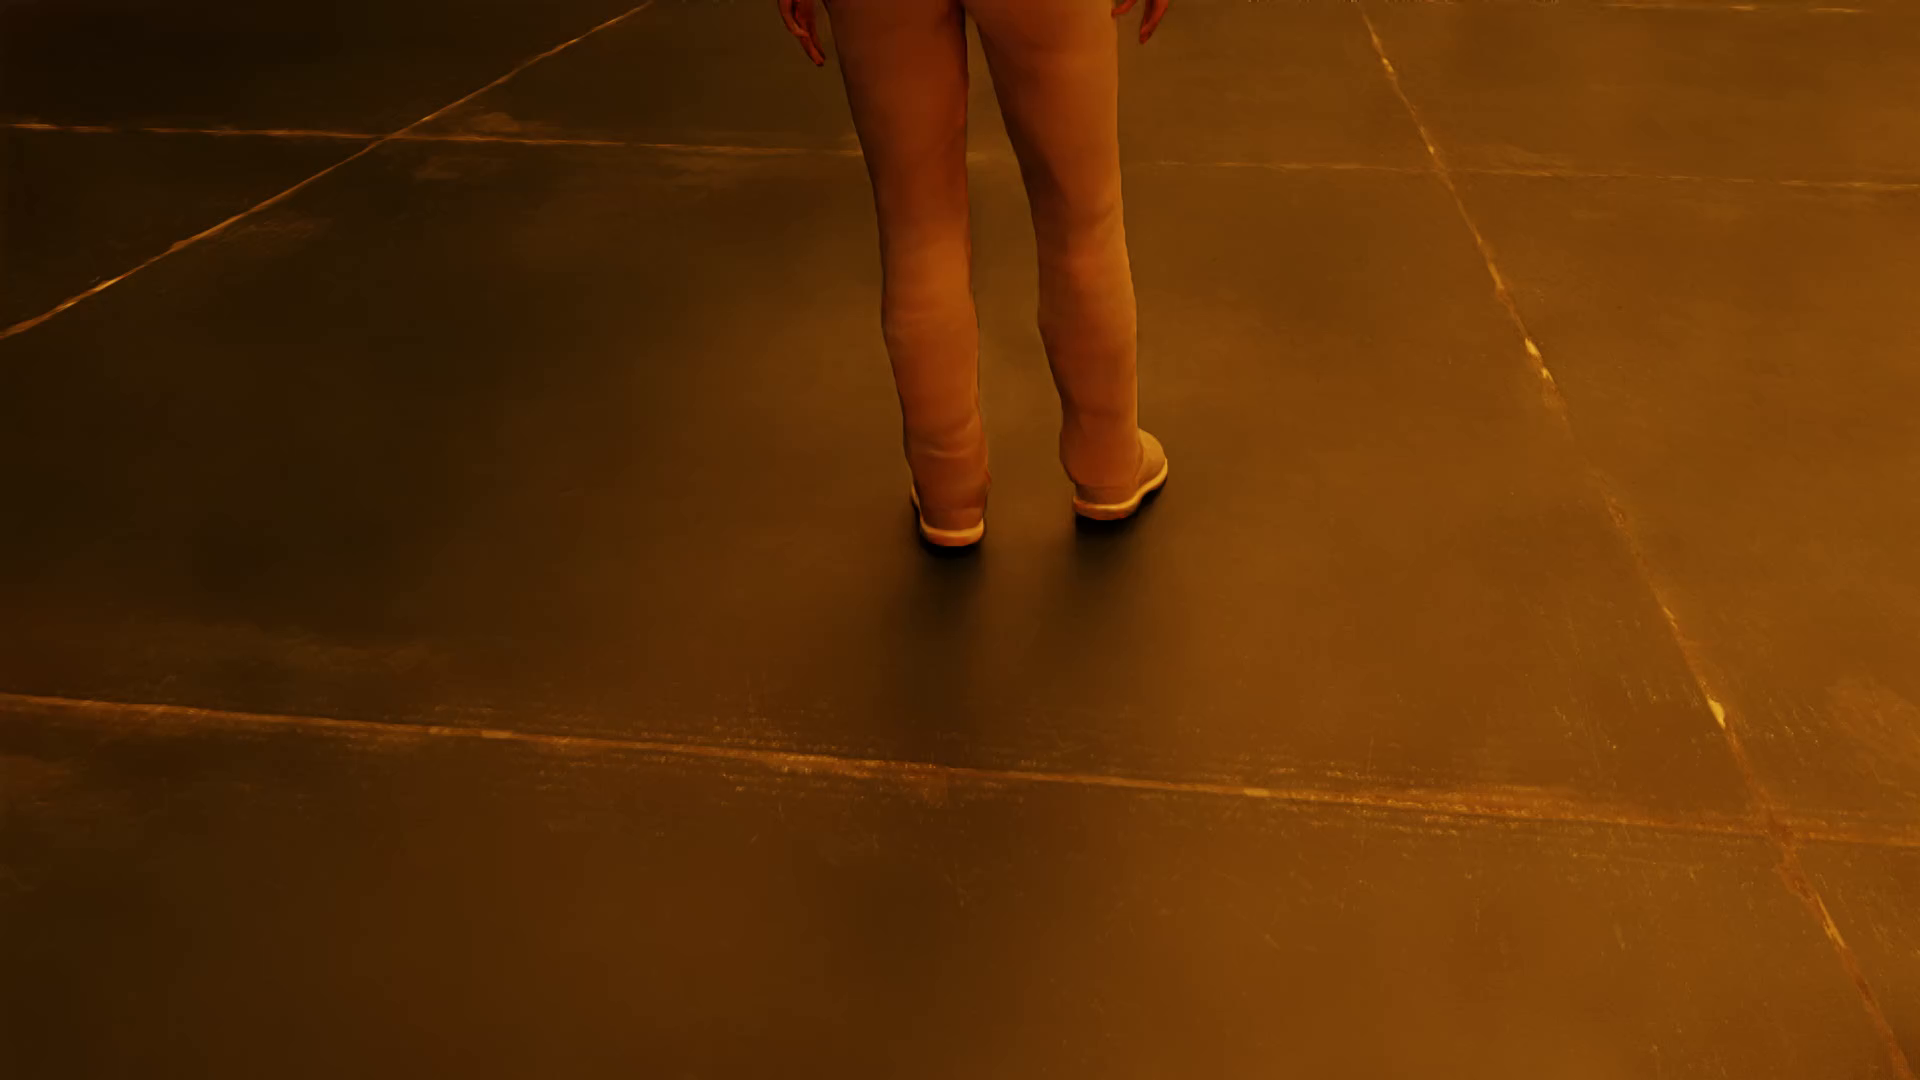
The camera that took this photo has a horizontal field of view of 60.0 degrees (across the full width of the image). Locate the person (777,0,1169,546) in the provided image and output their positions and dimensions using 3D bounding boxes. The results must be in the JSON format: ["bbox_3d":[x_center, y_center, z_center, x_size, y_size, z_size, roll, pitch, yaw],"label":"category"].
[{"bbox_3d":[0.029,-0.797,2.183,0.570,1.695,0.529,3,27,7],"label":"person"}]
